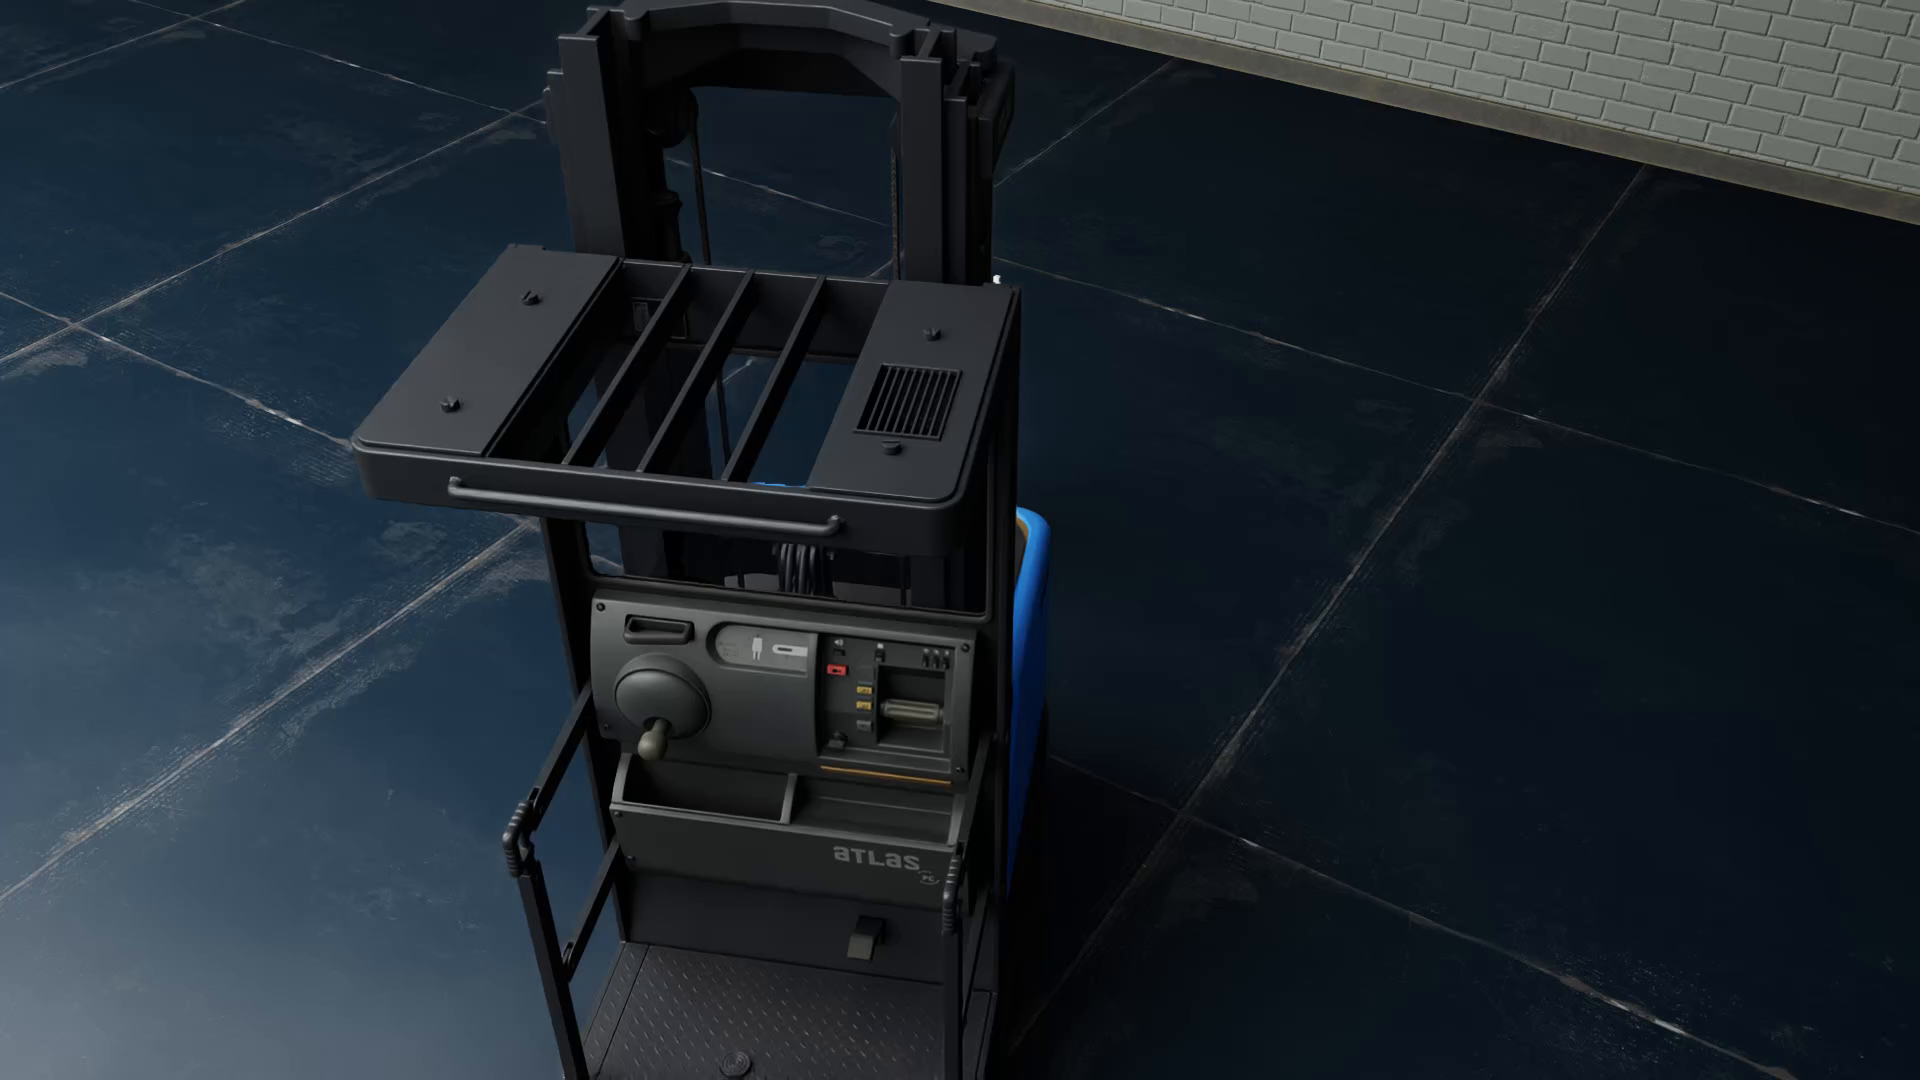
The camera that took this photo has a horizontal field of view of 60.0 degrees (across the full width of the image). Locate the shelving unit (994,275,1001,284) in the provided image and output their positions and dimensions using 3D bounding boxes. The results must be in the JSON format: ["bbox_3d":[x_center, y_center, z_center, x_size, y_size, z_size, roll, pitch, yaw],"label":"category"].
[{"bbox_3d":[-0.089,-0.390,6.273,0.258,1.200,0.503,21,42,25],"label":"shelving unit"}]

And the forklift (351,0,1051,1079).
[{"bbox_3d":[-0.460,0.431,3.791,1.130,2.935,3.031,6,38,8],"label":"forklift"}]

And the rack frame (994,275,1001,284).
[{"bbox_3d":[0.042,-0.516,6.436,0.240,1.200,0.015,21,42,25],"label":"rack frame"}]
